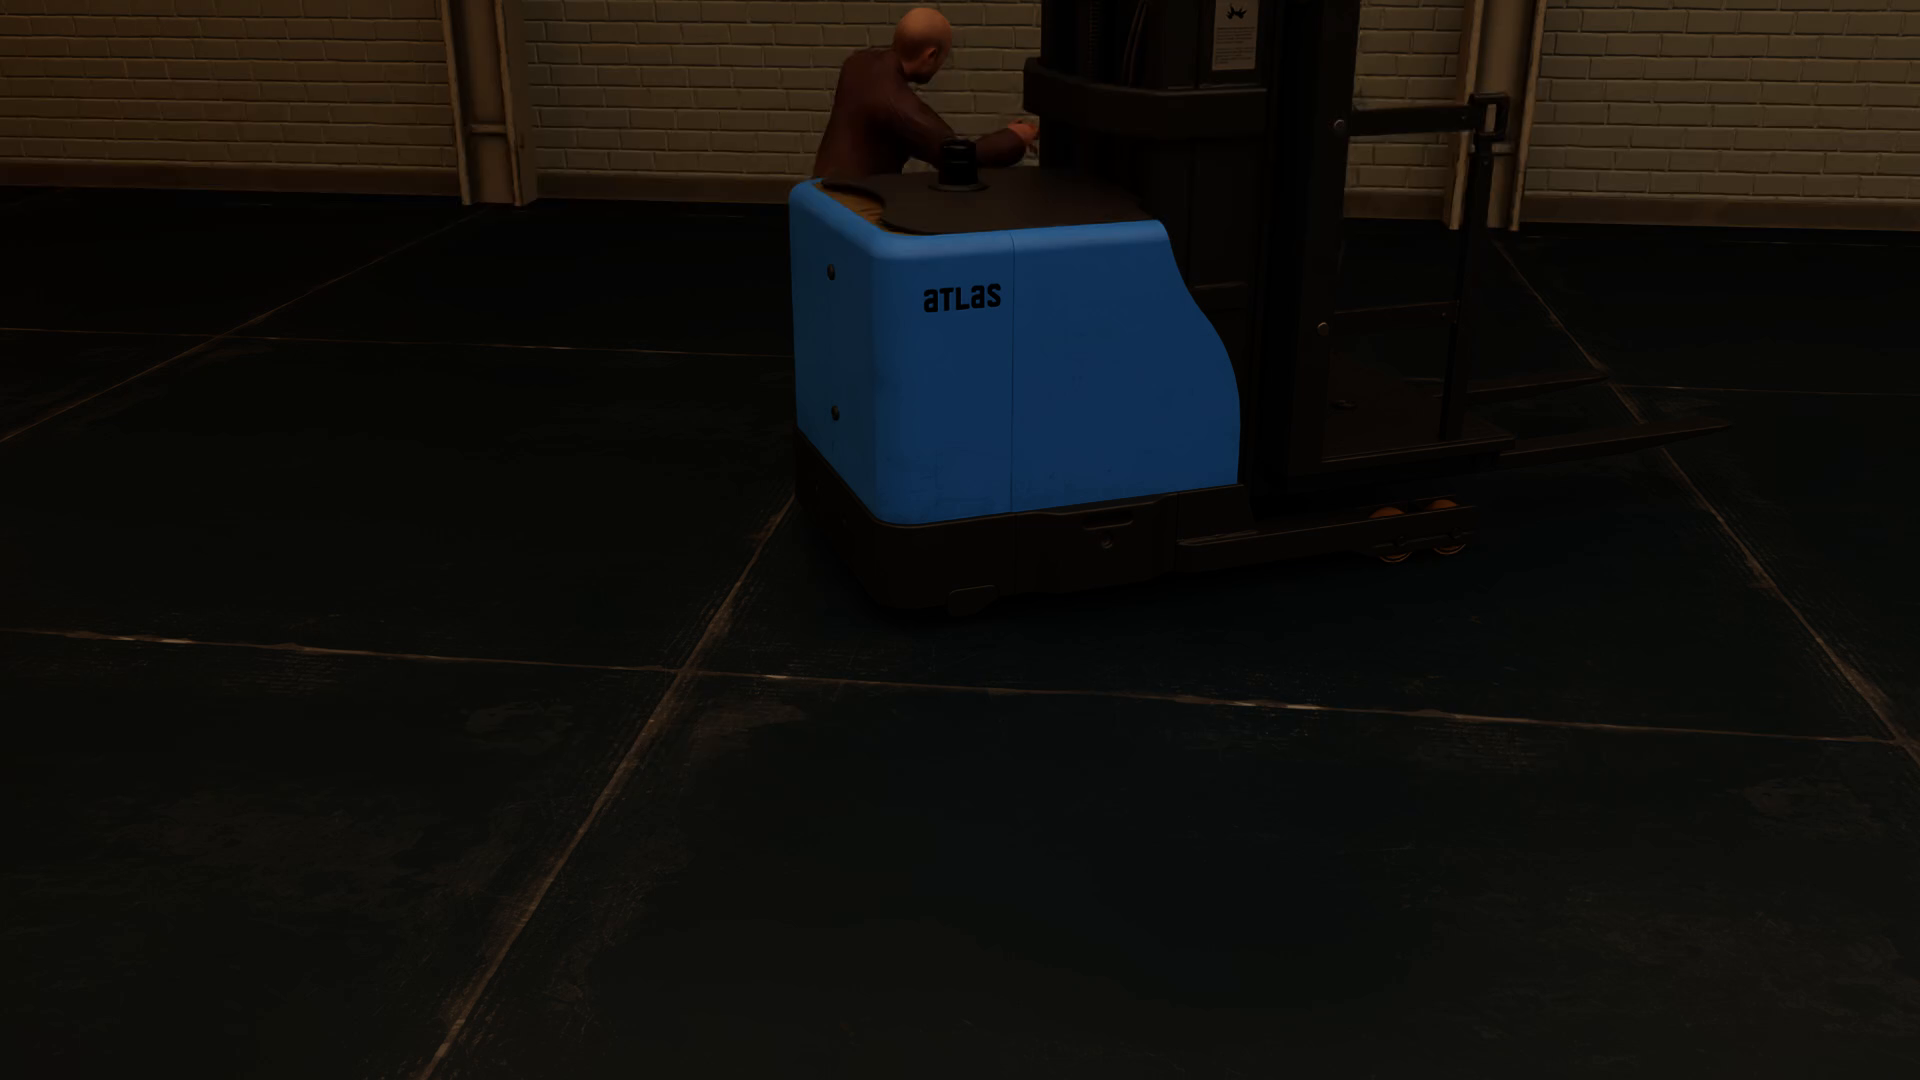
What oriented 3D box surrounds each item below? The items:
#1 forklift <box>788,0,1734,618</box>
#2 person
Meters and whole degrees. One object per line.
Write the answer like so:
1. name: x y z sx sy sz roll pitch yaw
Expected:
1. forklift: 1.046 -1.467 4.897 3.031 2.935 1.130 -8 23 -18
2. person: -0.129 -1.135 5.971 0.822 1.490 1.673 -5 23 -13
